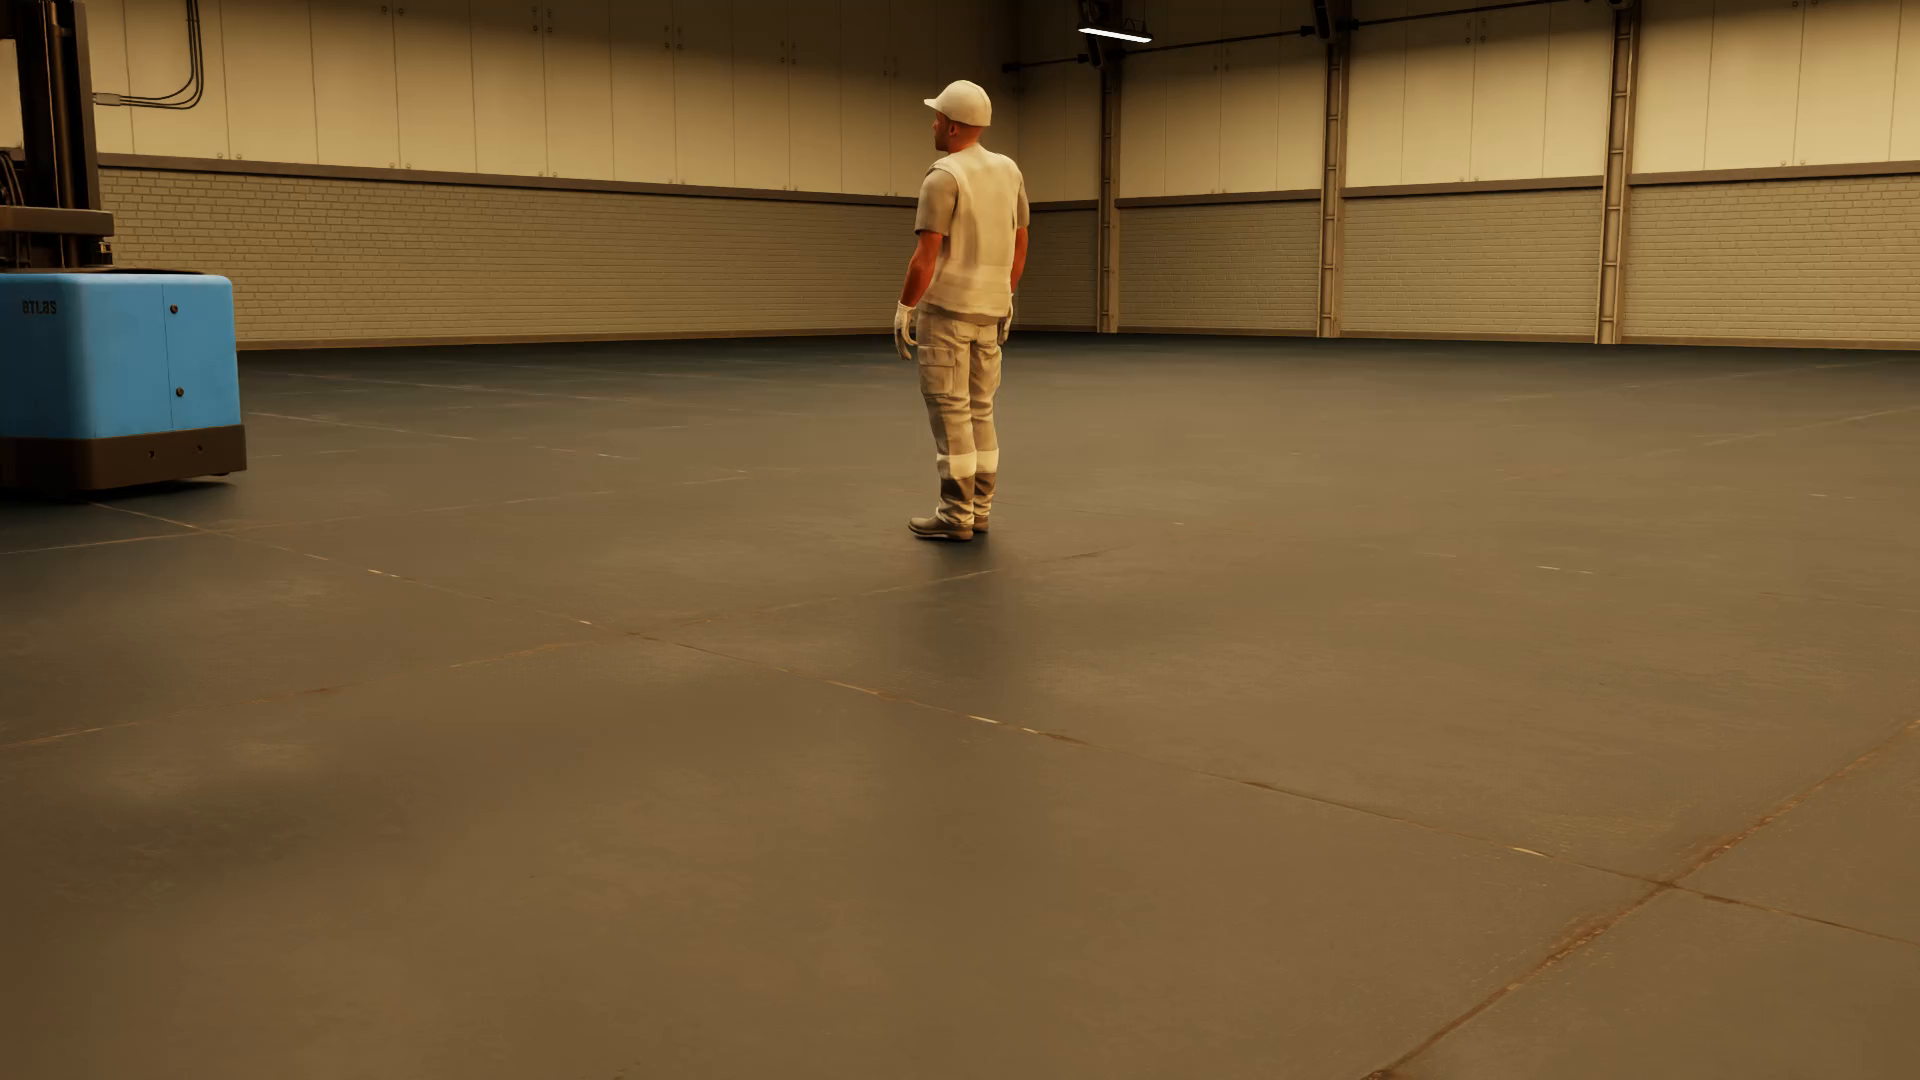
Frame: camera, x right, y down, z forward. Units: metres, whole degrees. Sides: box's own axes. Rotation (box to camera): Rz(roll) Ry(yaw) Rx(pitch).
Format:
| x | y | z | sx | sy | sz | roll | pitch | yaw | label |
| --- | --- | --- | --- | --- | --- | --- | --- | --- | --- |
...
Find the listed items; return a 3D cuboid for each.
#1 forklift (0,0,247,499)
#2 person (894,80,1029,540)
| x | y | z | sx | sy | sz | roll | pitch | yaw | label |
| --- | --- | --- | --- | --- | --- | --- | --- | --- | --- |
| -5.285 | -1.756 | 8.535 | 3.031 | 2.935 | 1.130 | 3 | 9 | 20 | forklift |
| -0.049 | -0.902 | 6.647 | 0.564 | 1.787 | 0.637 | 8 | 12 | 43 | person |
